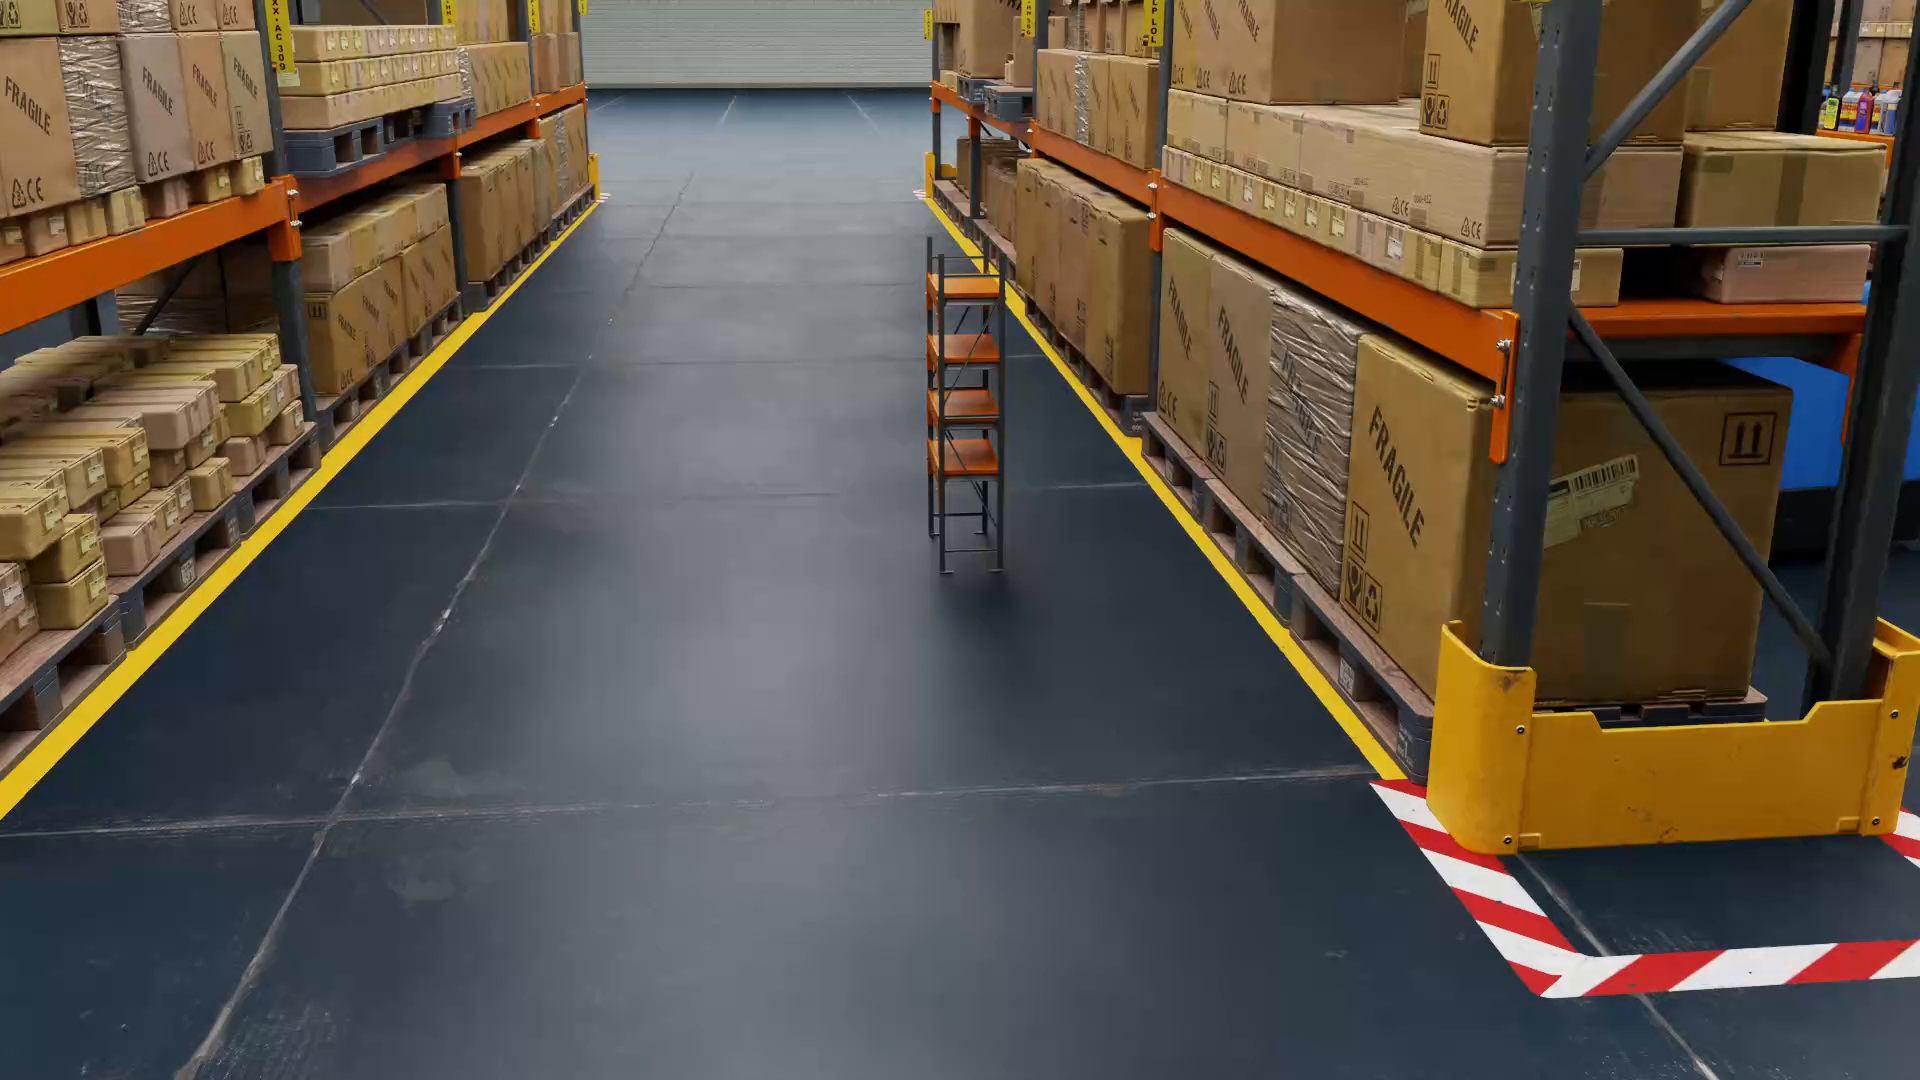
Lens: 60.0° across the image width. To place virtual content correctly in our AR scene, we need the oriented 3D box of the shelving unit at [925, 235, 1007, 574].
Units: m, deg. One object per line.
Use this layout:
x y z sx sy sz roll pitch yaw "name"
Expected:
0.017 -0.523 6.340 0.258 1.200 0.503 -2 18 -6 "shelving unit"

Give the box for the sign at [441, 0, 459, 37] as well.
-3.398 -3.511 11.052 0.100 0.325 0.005 -2 18 -6 "sign"

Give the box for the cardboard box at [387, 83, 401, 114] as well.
-3.247 -2.386 8.987 0.380 0.149 0.250 -2 18 -7 "cardboard box"

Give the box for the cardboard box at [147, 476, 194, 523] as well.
-3.078 -0.131 6.144 0.380 0.149 0.250 -1 17 -5 "cardboard box"

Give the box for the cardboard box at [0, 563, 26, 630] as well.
-2.882 0.177 4.666 0.380 0.149 0.250 -2 18 -6 "cardboard box"

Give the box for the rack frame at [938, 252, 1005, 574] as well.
0.042 -0.450 6.109 0.240 1.200 0.015 -2 18 -6 "rack frame"

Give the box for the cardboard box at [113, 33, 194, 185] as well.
-3.090 -1.536 5.899 0.500 0.500 0.500 -2 18 -6 "cardboard box"

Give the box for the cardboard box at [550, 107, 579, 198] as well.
-4.533 -4.085 17.526 0.875 0.875 0.875 -2 18 -7 "cardboard box"

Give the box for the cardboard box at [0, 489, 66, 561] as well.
-2.874 -0.041 4.866 0.380 0.149 0.250 -2 18 -6 "cardboard box"

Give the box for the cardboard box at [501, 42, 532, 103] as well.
-4.029 -4.069 14.463 0.500 0.500 0.500 -2 18 -6 "cardboard box"

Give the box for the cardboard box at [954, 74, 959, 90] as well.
0.140 -4.674 16.977 0.380 0.149 0.250 -2 18 -6 "cardboard box"

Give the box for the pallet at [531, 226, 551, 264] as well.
-4.194 -2.610 14.640 1.003 0.211 1.213 -2 18 -6 "pallet"

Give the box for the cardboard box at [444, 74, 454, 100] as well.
-3.404 -2.850 10.467 0.380 0.149 0.250 -2 18 -6 "cardboard box"

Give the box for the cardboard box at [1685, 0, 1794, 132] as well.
2.000 -1.445 4.773 0.500 0.500 0.500 -2 18 -7 "cardboard box"

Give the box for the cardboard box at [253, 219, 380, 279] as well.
-3.395 -1.537 8.786 0.500 0.250 0.500 -1 17 -4 "cardboard box"

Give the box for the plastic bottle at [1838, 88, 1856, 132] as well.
5.727 -2.771 10.710 0.097 0.271 0.097 0 17 0 "plastic bottle"

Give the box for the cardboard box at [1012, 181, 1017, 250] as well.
0.783 -2.650 13.548 0.700 0.500 0.500 0 17 -1 "cardboard box"

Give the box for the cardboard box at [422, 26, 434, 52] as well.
-3.348 -2.977 9.876 0.380 0.149 0.250 -1 17 -4 "cardboard box"

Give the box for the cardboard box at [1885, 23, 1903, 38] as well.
10.078 -5.406 17.640 0.380 0.149 0.250 -1 17 -4 "cardboard box"

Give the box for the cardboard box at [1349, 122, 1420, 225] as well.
1.467 -1.074 4.844 0.500 0.250 0.500 -2 18 -7 "cardboard box"

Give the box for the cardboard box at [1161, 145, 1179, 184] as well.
1.120 -1.690 7.471 0.380 0.149 0.250 -2 18 -6 "cardboard box"

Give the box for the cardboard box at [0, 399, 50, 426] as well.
-3.545 -0.408 6.035 0.380 0.149 0.250 -3 18 -8 "cardboard box"

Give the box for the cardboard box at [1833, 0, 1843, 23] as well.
10.190 -5.993 18.426 0.700 0.500 0.500 -2 18 -5 "cardboard box"

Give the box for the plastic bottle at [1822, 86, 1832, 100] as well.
5.750 -2.881 11.061 0.097 0.271 0.097 0 17 0 "plastic bottle"

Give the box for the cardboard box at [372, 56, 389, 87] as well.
-3.220 -2.451 8.697 0.380 0.149 0.250 -1 17 -3 "cardboard box"

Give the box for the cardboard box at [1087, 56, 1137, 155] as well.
0.995 -2.390 9.114 0.500 0.500 0.500 -2 18 -6 "cardboard box"

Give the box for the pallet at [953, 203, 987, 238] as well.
0.491 -3.160 16.390 1.003 0.211 1.213 -2 18 -6 "pallet"

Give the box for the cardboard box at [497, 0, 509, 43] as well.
-4.292 -4.545 14.311 0.700 0.500 0.500 -2 18 -7 "cardboard box"

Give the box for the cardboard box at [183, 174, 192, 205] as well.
-3.200 -1.353 6.400 0.380 0.149 0.250 -2 18 -7 "cardboard box"

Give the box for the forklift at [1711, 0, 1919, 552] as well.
2.901 -1.739 7.321 1.130 2.935 3.031 -4 18 -13 "forklift"

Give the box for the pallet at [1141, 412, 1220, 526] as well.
1.421 -0.349 7.435 1.003 0.211 1.213 -2 18 -6 "pallet"

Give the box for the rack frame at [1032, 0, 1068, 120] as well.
1.008 -3.100 11.543 1.000 3.000 0.127 -2 18 -6 "rack frame"

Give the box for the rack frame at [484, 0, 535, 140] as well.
-4.349 -4.168 14.947 1.000 3.000 0.127 -2 18 -6 "rack frame"

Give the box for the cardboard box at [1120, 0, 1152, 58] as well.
1.287 -2.829 8.839 0.797 0.503 0.637 -2 17 -5 "cardboard box"

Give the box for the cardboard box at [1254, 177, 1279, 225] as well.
1.282 -1.225 5.992 0.380 0.149 0.250 -2 18 -7 "cardboard box"

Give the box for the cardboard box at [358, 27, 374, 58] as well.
-3.189 -2.515 8.404 0.380 0.149 0.250 -2 18 -6 "cardboard box"

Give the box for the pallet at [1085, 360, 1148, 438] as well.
1.266 -0.805 8.889 1.003 0.211 1.213 -2 18 -6 "pallet"

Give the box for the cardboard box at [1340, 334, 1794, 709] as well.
1.687 -0.091 4.806 0.875 0.875 0.875 -2 18 -6 "cardboard box"

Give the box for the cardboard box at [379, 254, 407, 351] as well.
-3.460 -1.334 9.391 0.500 0.500 0.500 -1 17 -5 "cardboard box"

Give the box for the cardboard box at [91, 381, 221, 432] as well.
-3.061 -0.505 6.342 0.380 0.149 0.250 -3 18 -8 "cardboard box"

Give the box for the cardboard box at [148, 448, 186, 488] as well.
-3.108 -0.290 6.155 0.380 0.149 0.250 -3 18 -8 "cardboard box"

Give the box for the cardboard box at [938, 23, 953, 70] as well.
0.212 -5.508 18.551 0.875 0.500 0.500 -2 18 -6 "cardboard box"

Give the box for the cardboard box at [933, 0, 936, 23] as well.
-0.032 -5.978 18.377 0.500 0.500 0.500 -2 18 -6 "cardboard box"

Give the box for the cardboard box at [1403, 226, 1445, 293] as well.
1.440 -0.770 4.541 0.380 0.149 0.250 -2 18 -5 "cardboard box"

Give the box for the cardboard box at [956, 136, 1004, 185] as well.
0.230 -4.304 18.852 0.500 0.500 0.500 1 17 5 "cardboard box"

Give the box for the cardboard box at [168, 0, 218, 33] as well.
-3.148 -2.166 6.236 0.500 0.500 0.500 -2 18 -7 "cardboard box"

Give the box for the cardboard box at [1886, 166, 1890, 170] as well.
10.144 -4.123 17.441 0.500 0.500 0.500 -2 18 -6 "cardboard box"

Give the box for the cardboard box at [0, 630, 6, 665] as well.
-2.955 0.325 4.692 0.380 0.149 0.250 -2 18 -6 "cardboard box"

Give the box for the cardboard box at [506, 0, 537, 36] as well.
-4.353 -4.866 15.116 0.875 0.550 0.550 -2 18 -6 "cardboard box"

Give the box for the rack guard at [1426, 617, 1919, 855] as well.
1.835 0.483 4.303 1.175 0.500 0.348 -2 18 -6 "rack guard"

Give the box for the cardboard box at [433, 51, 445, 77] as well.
-3.374 -2.908 10.154 0.380 0.149 0.250 -1 17 -4 "cardboard box"

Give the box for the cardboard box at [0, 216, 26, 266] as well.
-3.027 -0.891 4.926 0.380 0.149 0.250 -2 18 -6 "cardboard box"

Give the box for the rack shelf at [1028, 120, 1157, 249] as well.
1.214 -2.161 9.753 1.077 0.370 4.000 -2 18 -6 "rack shelf"

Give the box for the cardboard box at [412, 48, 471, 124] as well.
-3.714 -3.166 11.588 0.500 0.500 0.500 -2 17 -5 "cardboard box"

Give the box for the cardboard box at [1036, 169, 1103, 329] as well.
1.142 -1.814 10.295 1.225 0.875 0.875 -2 18 -5 "cardboard box"

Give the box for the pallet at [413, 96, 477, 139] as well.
-3.757 -2.676 10.514 1.213 0.211 1.003 -2 18 -6 "pallet"
